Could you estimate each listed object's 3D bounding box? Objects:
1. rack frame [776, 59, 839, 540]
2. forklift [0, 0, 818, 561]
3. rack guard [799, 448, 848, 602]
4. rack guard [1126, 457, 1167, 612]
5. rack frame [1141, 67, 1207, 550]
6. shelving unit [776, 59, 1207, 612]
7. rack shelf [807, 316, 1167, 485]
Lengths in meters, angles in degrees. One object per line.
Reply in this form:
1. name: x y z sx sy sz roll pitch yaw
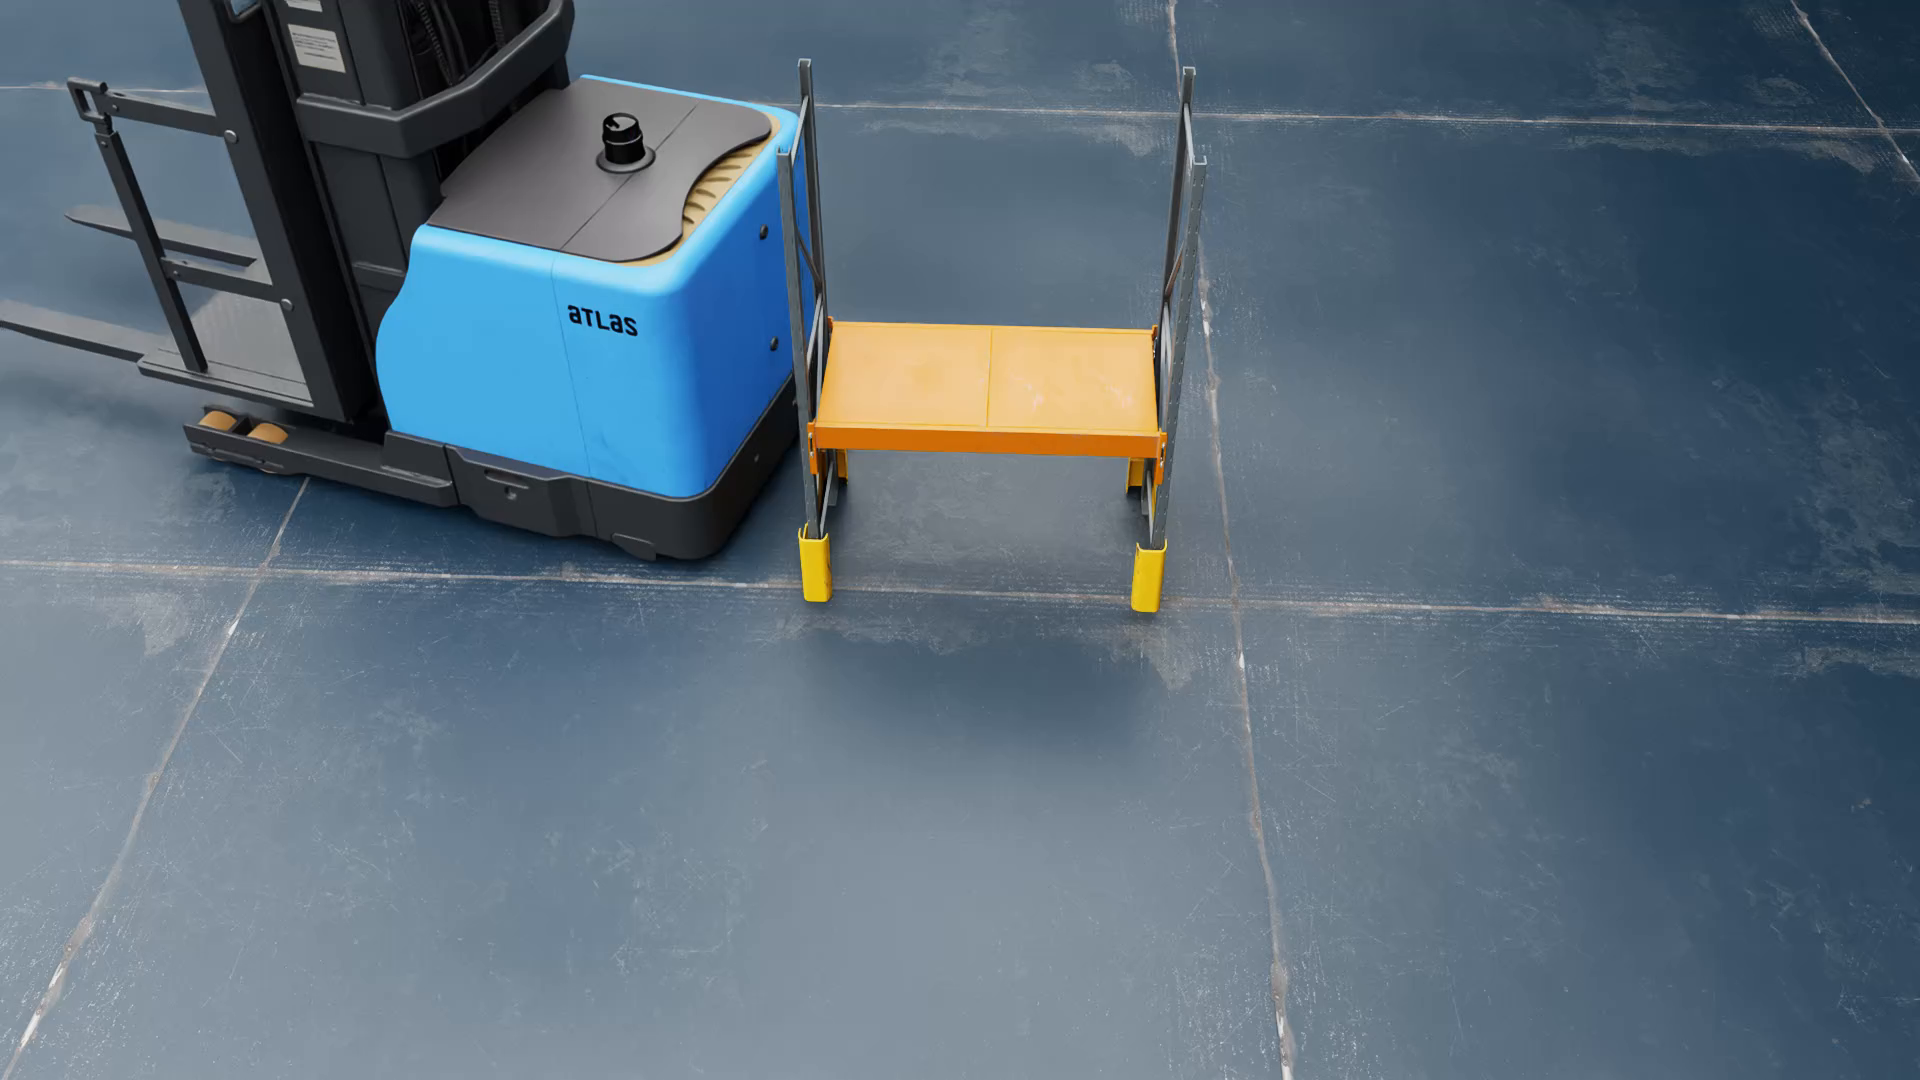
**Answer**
1. rack frame: -0.423 -0.562 4.753 0.032 1.500 0.500 2 43 2
2. forklift: -2.021 -1.616 4.834 3.031 2.935 1.130 13 45 14
3. rack guard: -0.421 -0.104 5.179 0.087 0.250 0.587 2 43 2
4. rack guard: 0.574 -0.074 5.146 0.087 0.250 0.587 2 43 2
5. rack frame: 0.593 -0.531 4.719 0.032 1.500 0.500 2 43 2
6. shelving unit: 0.076 -0.546 4.736 1.083 1.500 0.587 2 43 2
7. rack shelf: 0.085 -0.415 4.859 1.000 0.185 0.538 2 43 2
